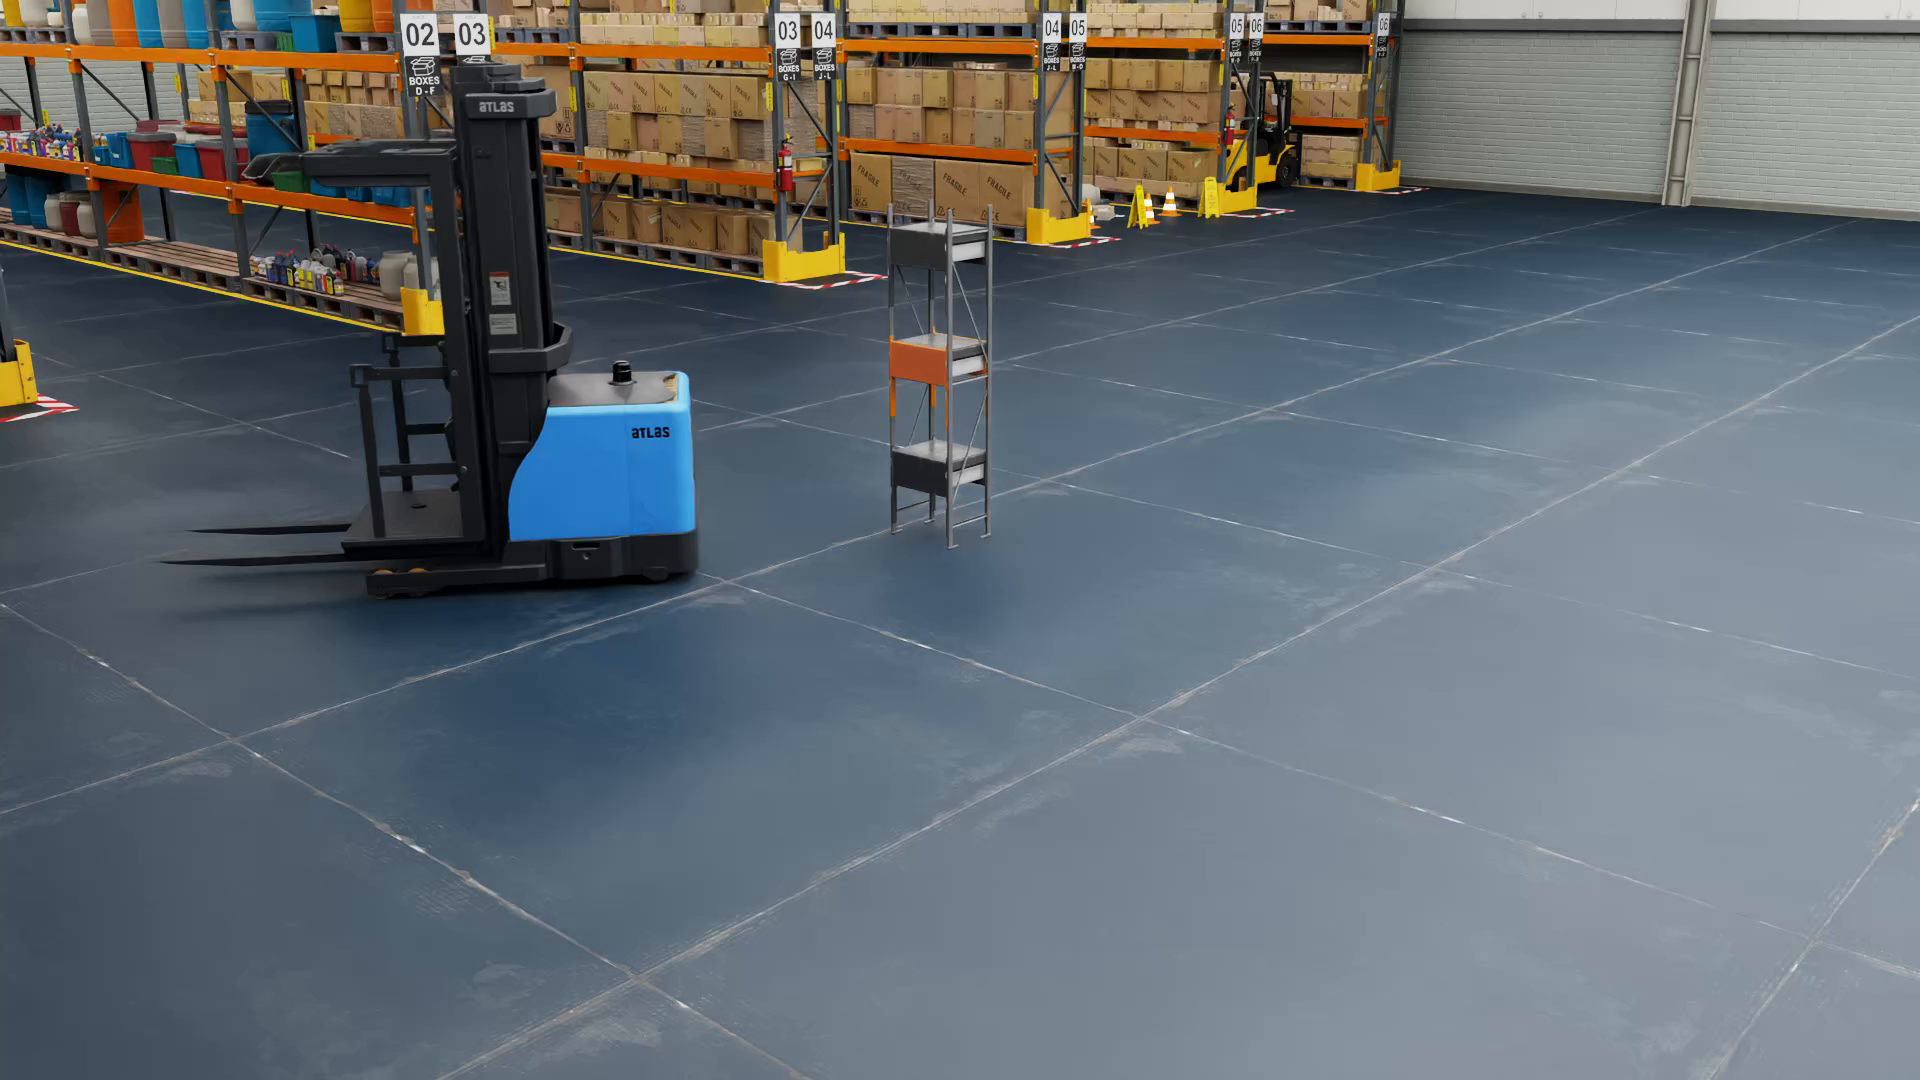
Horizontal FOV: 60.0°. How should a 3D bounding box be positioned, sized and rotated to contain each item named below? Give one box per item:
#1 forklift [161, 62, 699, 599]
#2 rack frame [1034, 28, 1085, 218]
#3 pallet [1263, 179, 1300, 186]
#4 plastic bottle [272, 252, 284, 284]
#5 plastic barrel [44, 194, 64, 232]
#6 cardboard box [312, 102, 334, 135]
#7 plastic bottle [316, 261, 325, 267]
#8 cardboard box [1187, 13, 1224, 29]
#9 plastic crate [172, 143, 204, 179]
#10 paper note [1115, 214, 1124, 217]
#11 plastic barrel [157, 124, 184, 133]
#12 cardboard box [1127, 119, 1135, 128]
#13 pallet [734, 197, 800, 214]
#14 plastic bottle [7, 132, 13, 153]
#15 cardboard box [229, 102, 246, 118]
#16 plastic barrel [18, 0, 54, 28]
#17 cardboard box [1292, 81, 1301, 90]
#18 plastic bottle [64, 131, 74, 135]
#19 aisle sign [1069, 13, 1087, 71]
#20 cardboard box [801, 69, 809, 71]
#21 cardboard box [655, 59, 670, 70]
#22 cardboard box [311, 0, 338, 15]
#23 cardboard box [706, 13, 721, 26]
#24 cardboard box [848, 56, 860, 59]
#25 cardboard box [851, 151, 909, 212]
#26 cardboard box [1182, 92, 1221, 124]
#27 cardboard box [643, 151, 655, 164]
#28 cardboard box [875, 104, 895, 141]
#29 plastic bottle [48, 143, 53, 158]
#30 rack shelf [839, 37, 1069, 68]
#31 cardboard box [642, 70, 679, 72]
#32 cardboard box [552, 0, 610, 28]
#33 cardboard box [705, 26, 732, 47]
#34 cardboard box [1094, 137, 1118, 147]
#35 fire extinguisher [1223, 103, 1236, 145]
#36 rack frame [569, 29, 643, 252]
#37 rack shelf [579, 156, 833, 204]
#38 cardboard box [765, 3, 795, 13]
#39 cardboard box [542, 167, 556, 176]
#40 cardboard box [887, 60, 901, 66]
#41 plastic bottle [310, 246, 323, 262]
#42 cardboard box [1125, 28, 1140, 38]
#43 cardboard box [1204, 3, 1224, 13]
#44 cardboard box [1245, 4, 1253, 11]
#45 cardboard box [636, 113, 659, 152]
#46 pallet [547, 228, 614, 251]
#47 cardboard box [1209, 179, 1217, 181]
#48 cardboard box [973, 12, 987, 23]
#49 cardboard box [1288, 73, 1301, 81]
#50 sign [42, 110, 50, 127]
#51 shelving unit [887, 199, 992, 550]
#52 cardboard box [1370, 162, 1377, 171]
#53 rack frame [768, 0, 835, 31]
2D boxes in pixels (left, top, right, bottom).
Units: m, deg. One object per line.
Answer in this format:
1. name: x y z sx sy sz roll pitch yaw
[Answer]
1. forklift: -3.115 -1.229 9.639 3.031 2.935 1.130 -3 18 -8
2. rack frame: 1.447 -5.884 24.195 0.127 3.000 1.000 15 23 39
3. pallet: 6.441 -7.209 32.976 1.213 0.211 1.003 15 23 39
4. plastic bottle: -7.872 -3.156 19.250 0.185 0.351 0.144 16 24 41
5. plastic barrel: -12.896 -4.697 23.871 0.421 0.512 0.421 0 18 0
6. cardboard box: -10.341 -6.990 27.513 0.500 0.500 0.500 15 23 39
7. plastic bottle: -7.333 -3.036 18.995 0.135 0.276 0.152 15 23 39
8. cardboard box: 4.095 -8.567 27.443 0.500 0.250 0.500 15 23 39
9. plastic crate: -9.232 -4.609 20.201 0.575 0.384 0.392 15 23 39
10. paper note: 2.629 -5.349 27.416 0.142 0.019 0.148 7 19 21
11. plastic barrel: -10.281 -5.163 21.738 0.421 0.512 0.421 0 18 0
12. cardboard box: 3.105 -7.243 28.891 0.250 0.149 0.380 15 23 39
13. pallet: -3.089 -5.741 28.353 1.213 0.211 1.003 15 23 39
14. plastic bottle: -13.528 -5.667 23.703 0.133 0.283 0.061 15 23 39
15. cardboard box: -12.548 -7.600 29.356 0.500 0.250 0.500 14 23 38
16. plastic barrel: -12.618 -7.285 22.730 0.433 0.535 0.433 0 18 0
17. cardboard box: 6.528 -8.764 32.029 0.250 0.149 0.380 15 23 40
18. plastic bottle: -12.923 -5.805 24.148 0.135 0.276 0.152 15 23 39
19. aisle sign: 1.699 -7.177 23.971 0.004 0.787 0.394 15 23 39
20. cardboard box: -2.684 -7.515 27.513 0.500 0.500 0.700 15 23 40
21. cardboard box: -6.359 -10.397 36.595 0.500 0.500 0.500 15 23 39
22. cardboard box: -10.456 -8.755 27.423 0.500 0.500 0.700 16 23 41
23. cardboard box: -2.933 -6.470 20.670 0.250 0.149 0.380 15 23 40
24. cardboard box: -2.735 -11.336 39.888 0.500 0.500 0.500 16 23 41
25. cardboard box: -1.121 -5.733 26.536 0.875 0.875 0.875 15 23 40
26. cardboard box: 4.068 -7.261 27.874 0.500 0.500 0.500 15 23 38
27. cardboard box: -4.000 -5.109 22.168 0.250 0.149 0.380 15 23 39
28. cardboard box: -0.835 -6.582 26.146 0.550 0.550 0.875 15 23 39
29. plastic bottle: -12.461 -5.349 22.837 0.097 0.201 0.097 0 18 0
30. rack shelf: -0.049 -7.373 25.115 4.000 0.370 1.077 15 23 39
31. cardboard box: -4.019 -6.124 22.638 0.500 0.500 0.500 15 23 39
32. cardboard box: -5.198 -7.382 23.088 0.637 0.503 0.797 14 22 37
33. cardboard box: -2.825 -6.280 20.729 0.500 0.250 0.500 15 23 40
34. cardboard box: 2.570 -7.010 29.279 0.250 0.149 0.380 17 24 42
35. fire extinguisher: 4.437 -6.861 27.398 0.183 0.674 0.296 15 23 39
36. rack frame: -4.913 -5.586 23.253 0.127 3.000 1.000 15 23 39
37. rack shelf: -3.417 -4.841 22.097 4.000 0.370 1.077 15 23 39
38. cardboard box: -3.002 -8.625 27.159 0.500 0.311 0.500 14 22 37
39. cardboard box: -8.048 -7.137 32.160 0.250 0.149 0.380 15 23 40
40. cardboard box: -1.533 -9.310 33.169 0.500 0.500 0.500 14 22 37
41. plastic bottle: -7.623 -3.316 19.752 0.185 0.351 0.144 15 23 39
42. cardboard box: 3.026 -8.641 28.338 0.250 0.149 0.380 15 23 39
43. cardboard box: 4.208 -8.716 27.255 0.250 0.149 0.380 15 23 40
44. cardboard box: 5.418 -10.365 32.640 0.500 0.311 0.500 16 23 40
45. cardboard box: -3.826 -5.485 22.279 0.500 0.500 0.875 15 23 39
46. pallet: -5.496 -4.413 24.167 1.213 0.211 1.003 15 23 39
47. cardboard box: 4.237 -6.139 28.848 0.500 0.250 0.500 15 23 39
48. cardboard box: 0.404 -7.585 24.151 0.250 0.149 0.380 15 23 40
49. cardboard box: 6.520 -8.905 31.983 0.250 0.149 0.380 16 23 40
50. sign: -13.817 -6.327 25.133 0.005 0.325 0.100 15 23 39
51. shelving unit: -0.124 -1.034 10.399 0.503 2.100 0.431 15 23 39
52. cardboard box: 7.711 -7.181 32.131 0.500 0.250 0.500 15 23 39
53. rack frame: -1.921 -7.642 19.815 0.127 3.000 1.000 15 23 39
